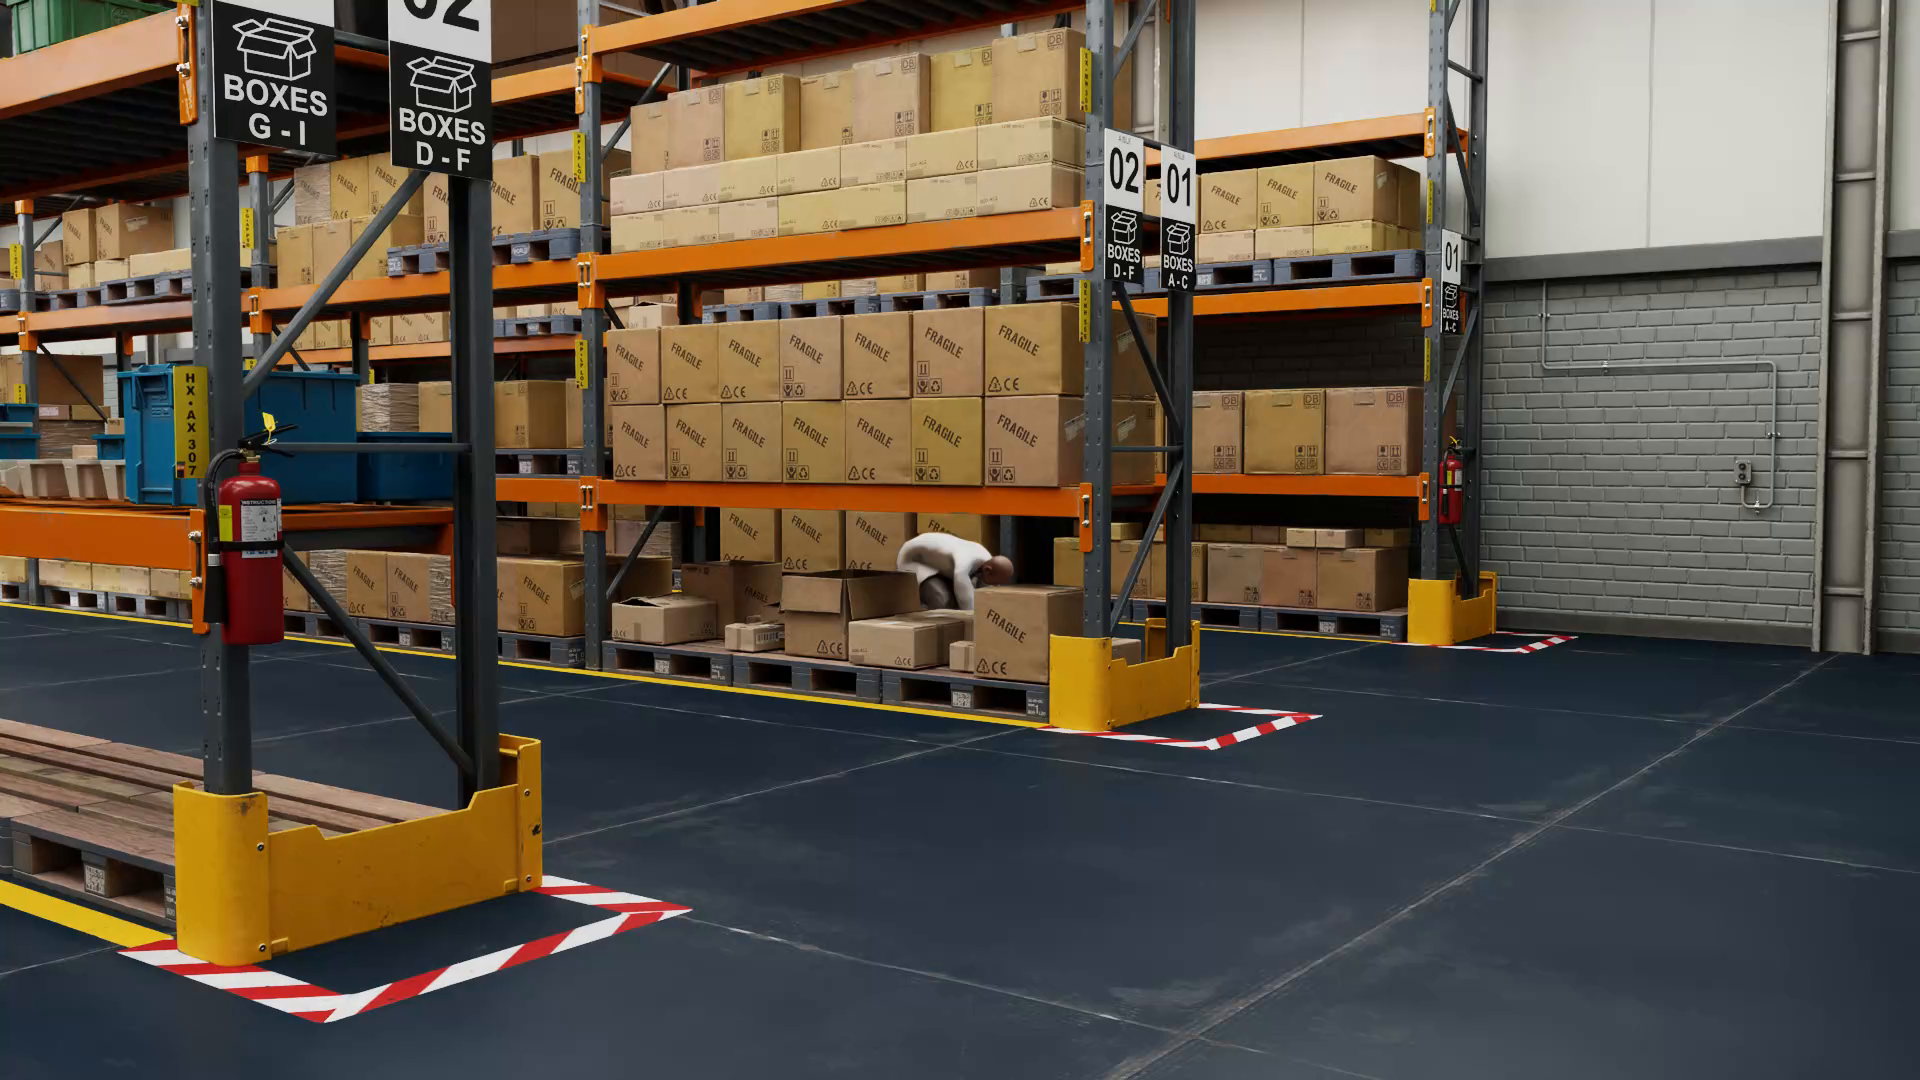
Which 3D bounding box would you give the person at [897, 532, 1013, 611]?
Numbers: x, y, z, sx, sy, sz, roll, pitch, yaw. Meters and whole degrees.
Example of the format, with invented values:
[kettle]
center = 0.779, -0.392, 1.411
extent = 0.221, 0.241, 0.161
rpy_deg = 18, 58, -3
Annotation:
[person]
center = -0.026, 0.410, 11.978
extent = 0.950, 0.923, 0.595
rpy_deg = 2, 4, 37
